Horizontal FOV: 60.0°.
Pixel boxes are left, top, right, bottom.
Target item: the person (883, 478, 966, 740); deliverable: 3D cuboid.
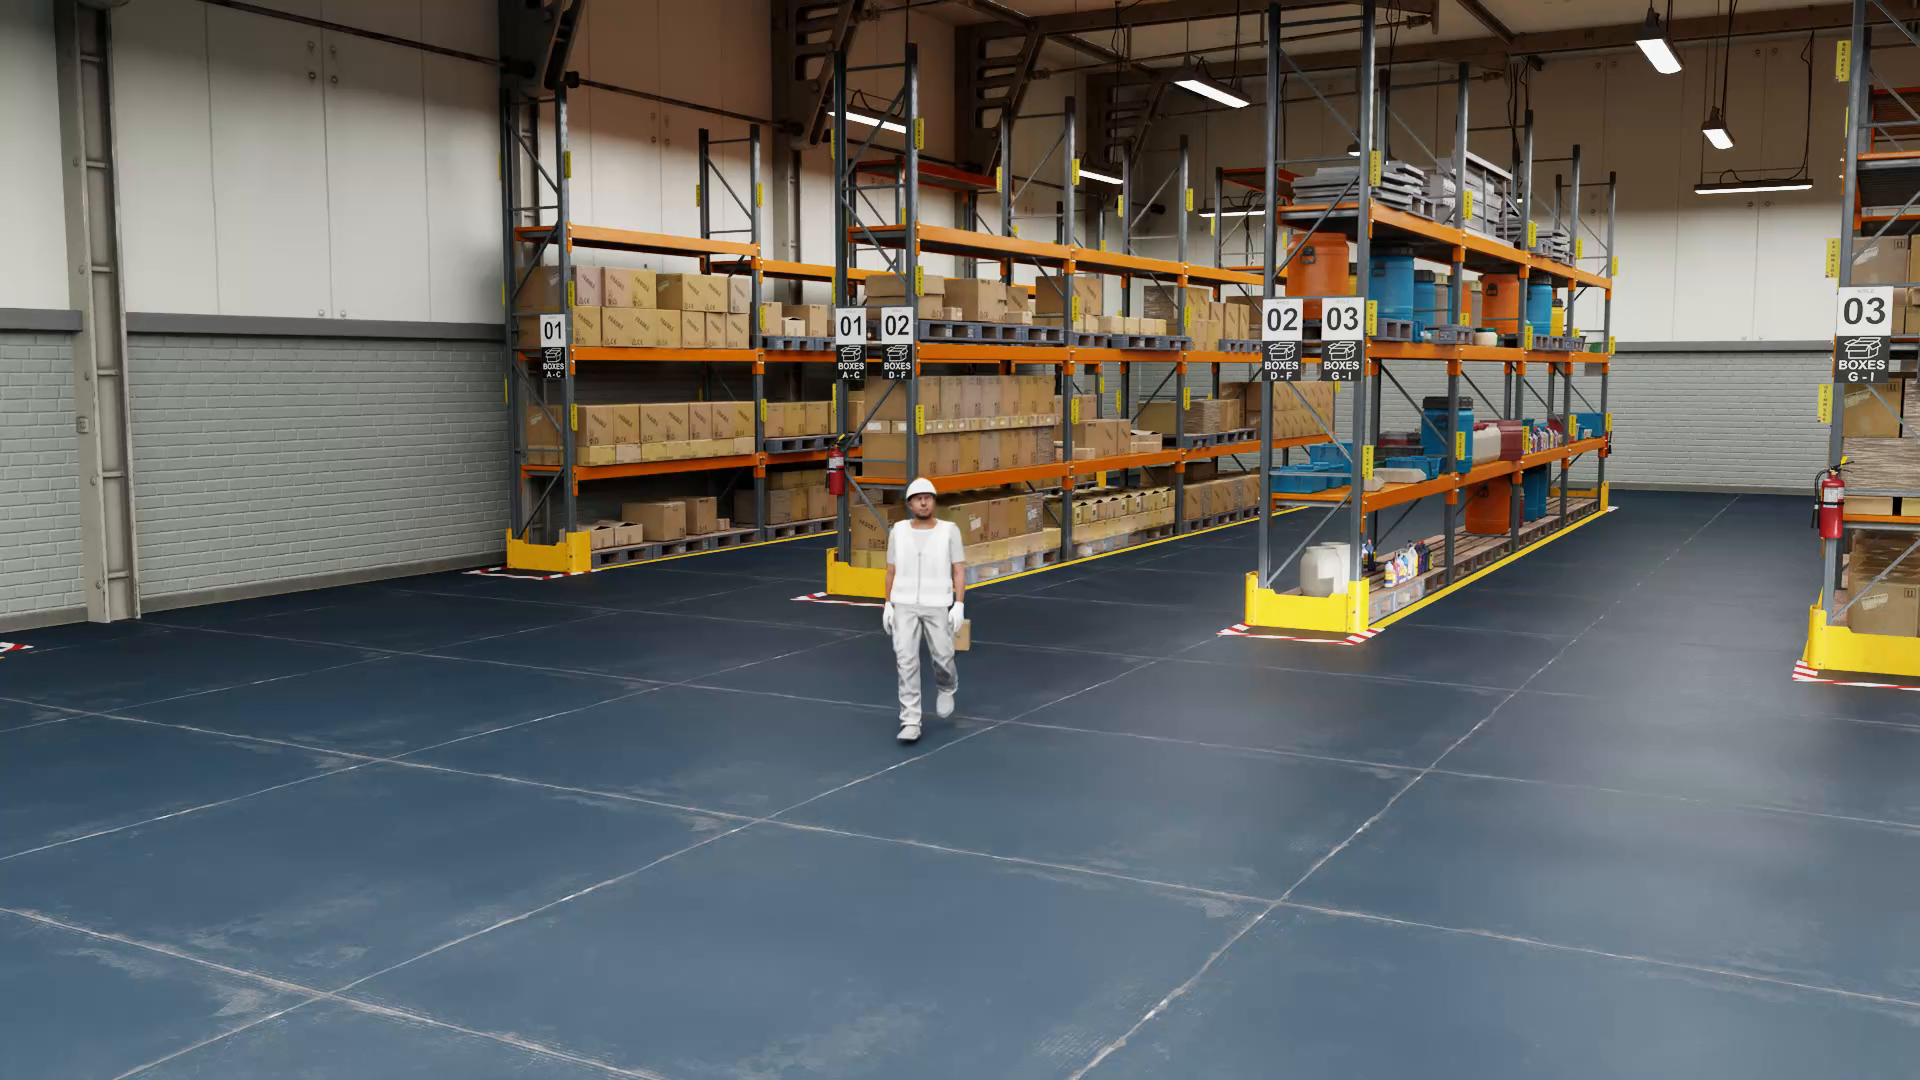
[{"bbox_3d":[-0.248,0.457,11.443,0.577,1.763,0.798,1,6,7],"label":"person"}]
